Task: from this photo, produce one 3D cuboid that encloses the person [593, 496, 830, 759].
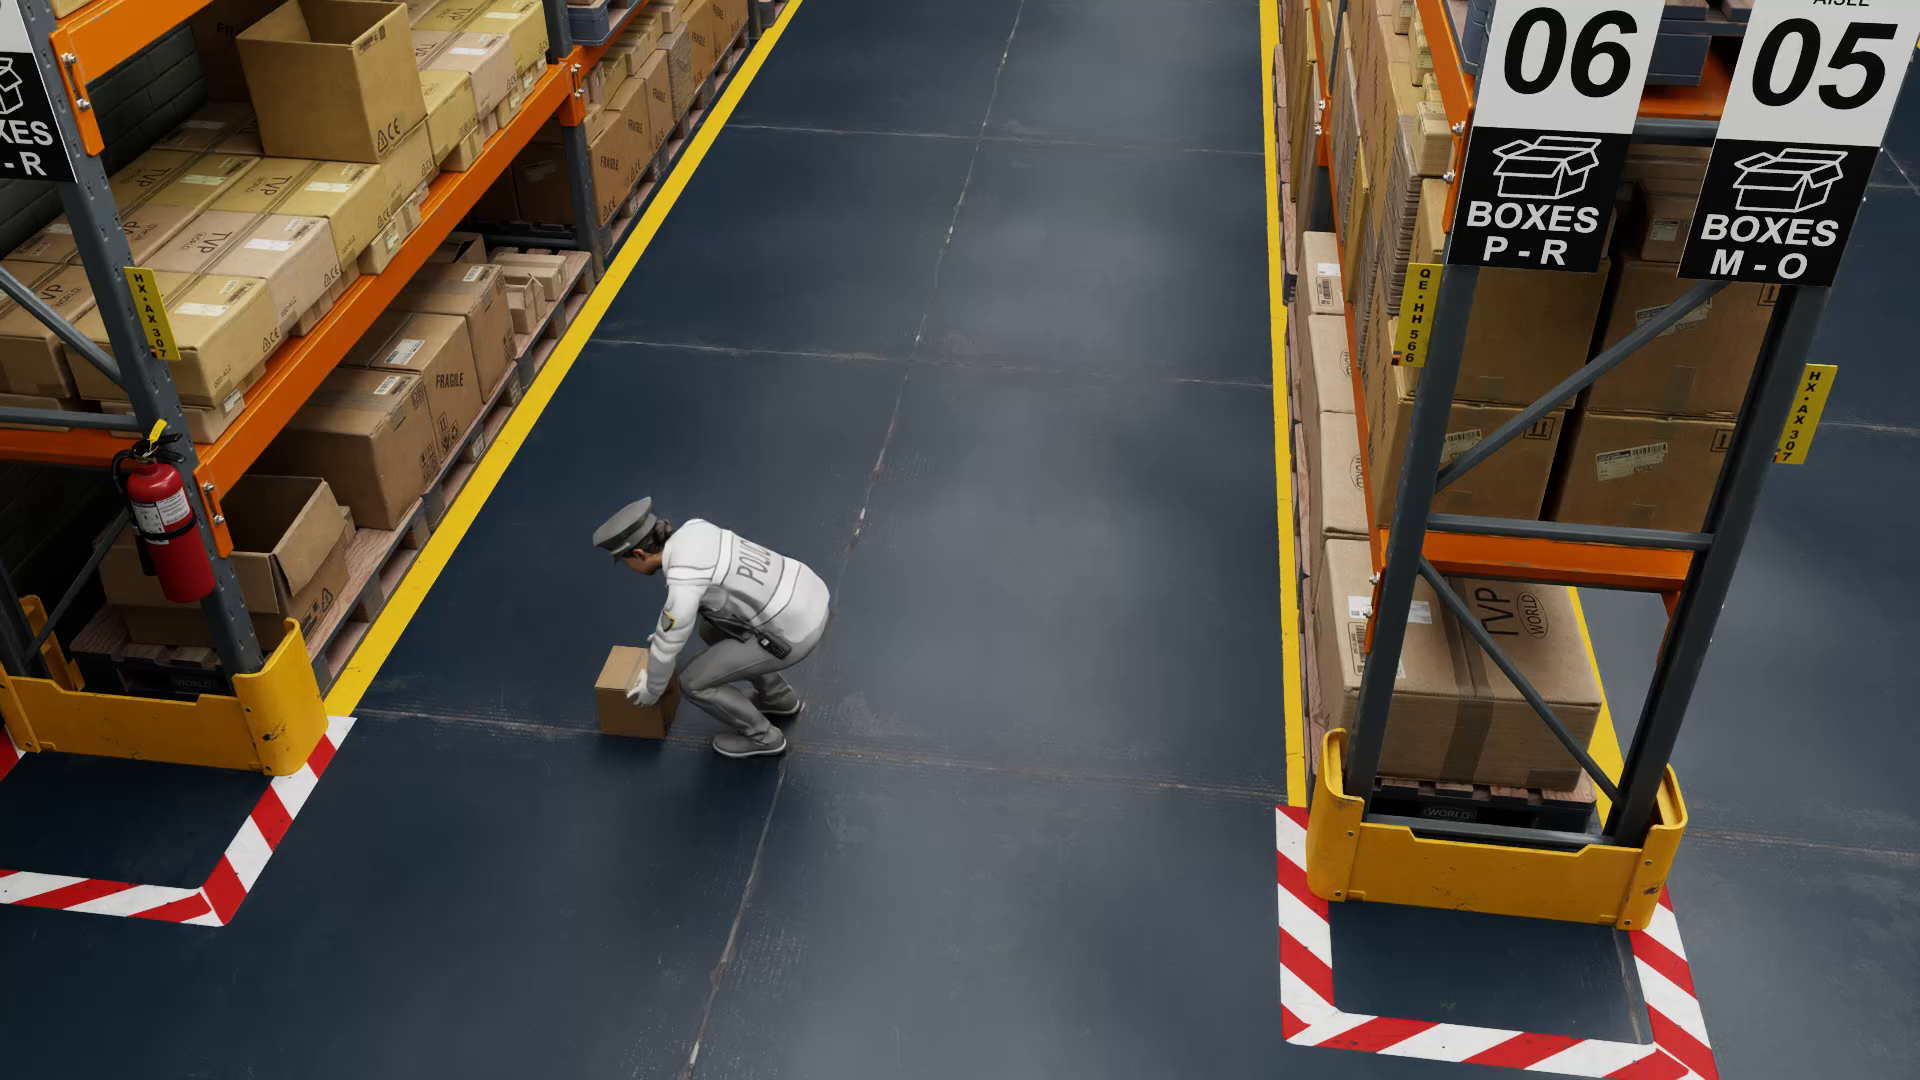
[{"bbox_3d":[-0.909,0.321,6.213,0.827,1.075,0.505,4,37,6],"label":"person"}]
